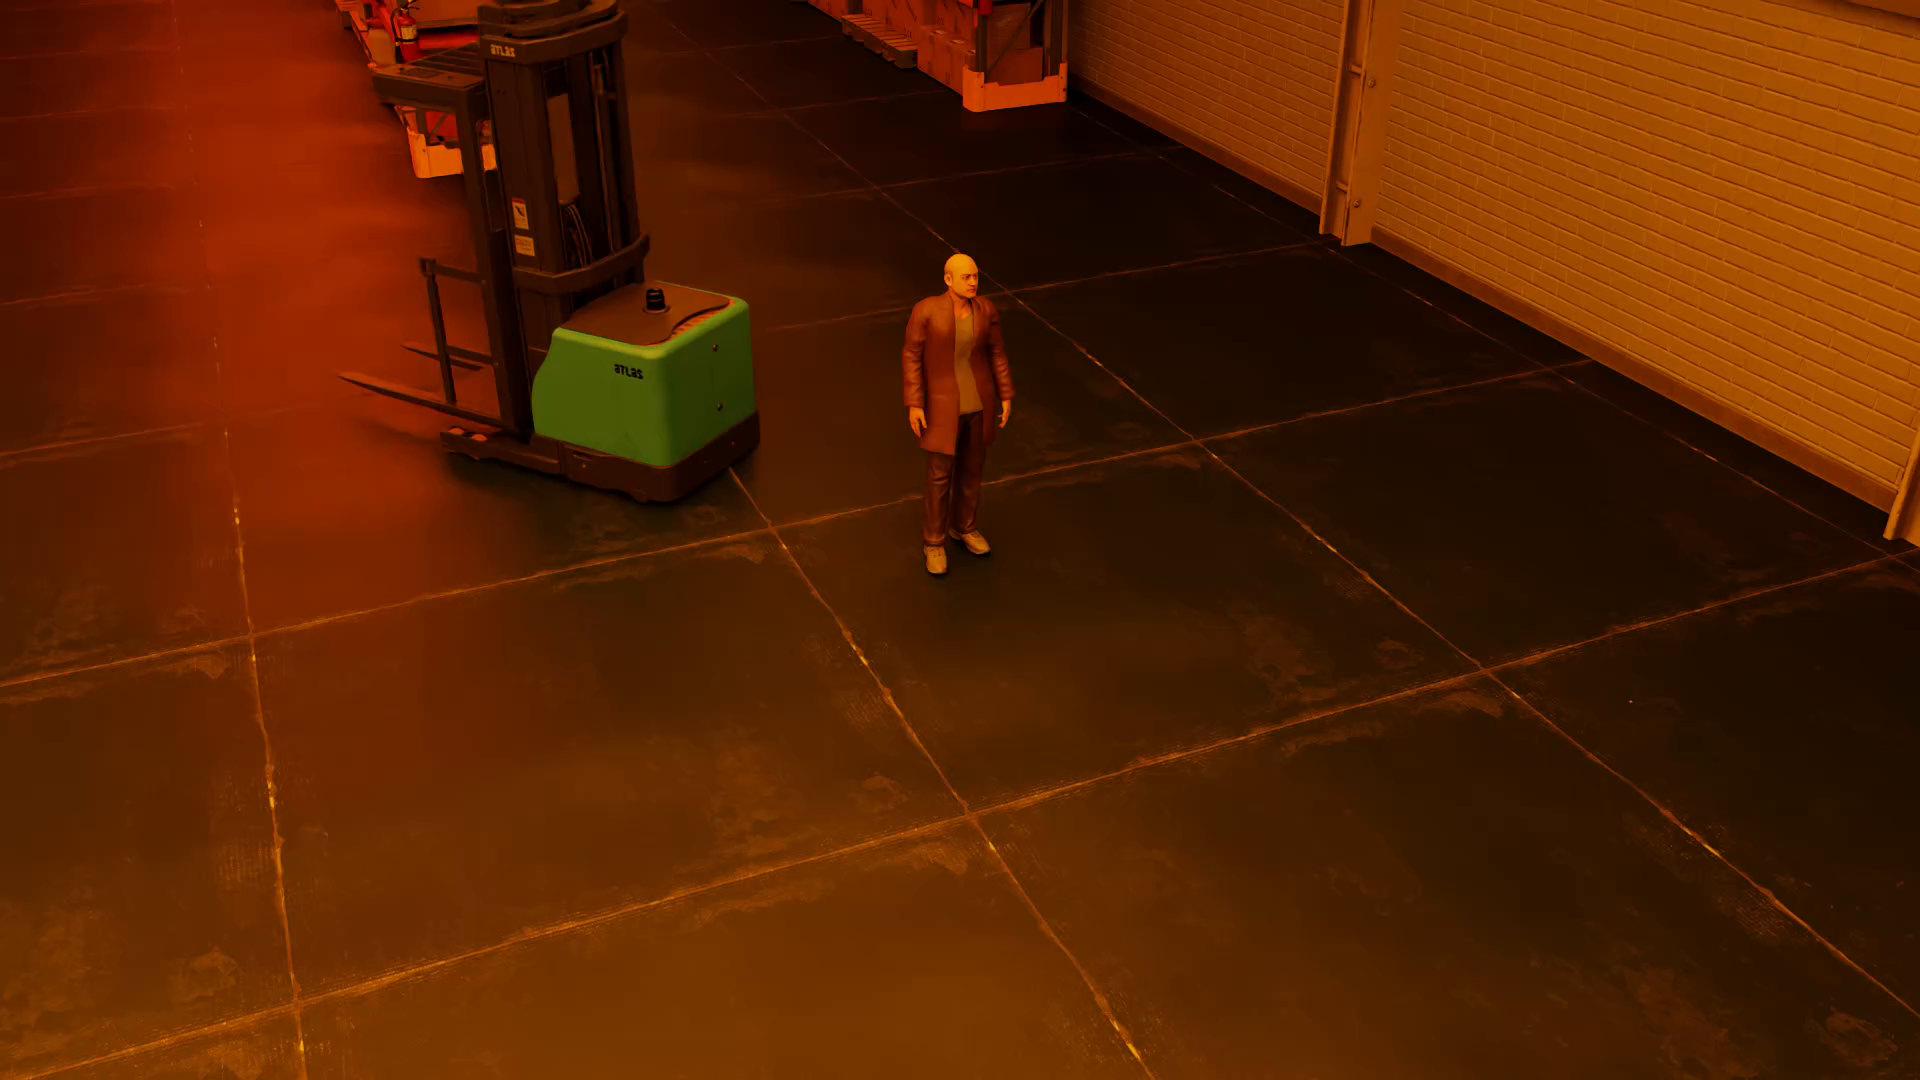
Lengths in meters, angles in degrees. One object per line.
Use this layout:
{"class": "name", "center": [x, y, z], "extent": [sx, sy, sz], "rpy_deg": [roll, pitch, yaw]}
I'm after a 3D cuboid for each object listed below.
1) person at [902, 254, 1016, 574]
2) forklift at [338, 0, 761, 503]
{"class": "person", "center": [0.032, -0.735, 9.554], "extent": [0.694, 1.775, 0.582], "rpy_deg": [-12, 32, -20]}
{"class": "forklift", "center": [-2.870, -2.017, 10.646], "extent": [3.031, 2.935, 1.130], "rpy_deg": [15, 33, 25]}
